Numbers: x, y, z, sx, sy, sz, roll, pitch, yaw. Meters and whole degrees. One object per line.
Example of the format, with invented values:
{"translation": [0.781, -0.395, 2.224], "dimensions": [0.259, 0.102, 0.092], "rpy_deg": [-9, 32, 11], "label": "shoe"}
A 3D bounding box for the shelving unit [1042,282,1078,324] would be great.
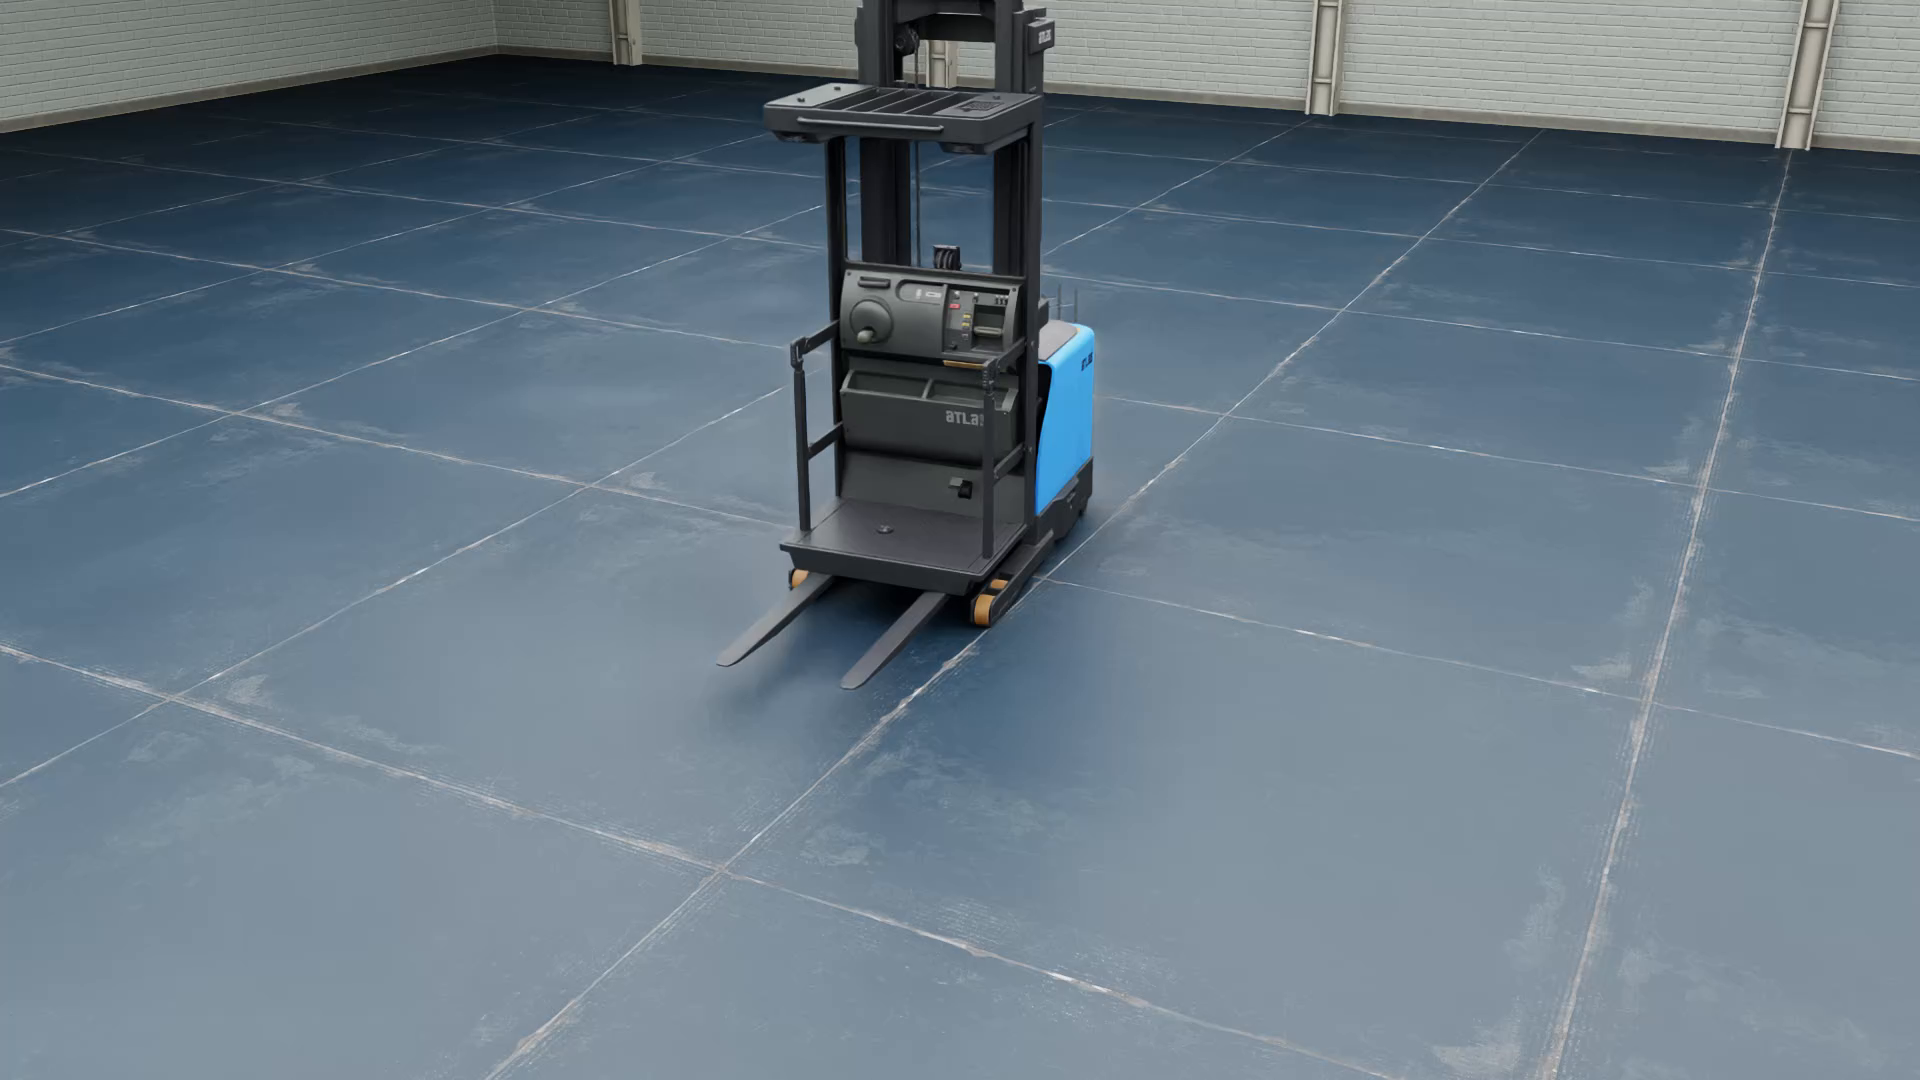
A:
{"translation": [0.538, -0.899, 9.825], "dimensions": [0.258, 1.200, 0.189], "rpy_deg": [-12, 25, -25], "label": "shelving unit"}

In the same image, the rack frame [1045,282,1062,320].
{"translation": [0.495, -0.929, 9.900], "dimensions": [0.240, 1.200, 0.006], "rpy_deg": [-12, 25, -25], "label": "rack frame"}

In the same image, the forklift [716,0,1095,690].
{"translation": [-0.232, -1.099, 8.090], "dimensions": [1.130, 2.935, 3.031], "rpy_deg": [9, 24, 19], "label": "forklift"}

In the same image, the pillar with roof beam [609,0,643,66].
{"translation": [-7.582, -10.735, 22.993], "dimensions": [0.400, 9.000, 9.100], "rpy_deg": [11, 25, 25], "label": "pillar with roof beam"}

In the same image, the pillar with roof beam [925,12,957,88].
{"translation": [-2.228, -9.675, 20.502], "dimensions": [0.400, 9.000, 9.100], "rpy_deg": [11, 25, 25], "label": "pillar with roof beam"}

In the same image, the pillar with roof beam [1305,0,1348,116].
{"translation": [3.127, -8.616, 18.010], "dimensions": [0.400, 9.000, 9.100], "rpy_deg": [11, 25, 25], "label": "pillar with roof beam"}

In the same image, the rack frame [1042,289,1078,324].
{"translation": [0.581, -0.869, 9.750], "dimensions": [0.240, 1.200, 0.006], "rpy_deg": [-12, 25, -25], "label": "rack frame"}

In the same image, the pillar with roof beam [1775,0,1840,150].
{"translation": [8.481, -7.556, 15.519], "dimensions": [0.400, 9.000, 9.100], "rpy_deg": [11, 25, 25], "label": "pillar with roof beam"}
